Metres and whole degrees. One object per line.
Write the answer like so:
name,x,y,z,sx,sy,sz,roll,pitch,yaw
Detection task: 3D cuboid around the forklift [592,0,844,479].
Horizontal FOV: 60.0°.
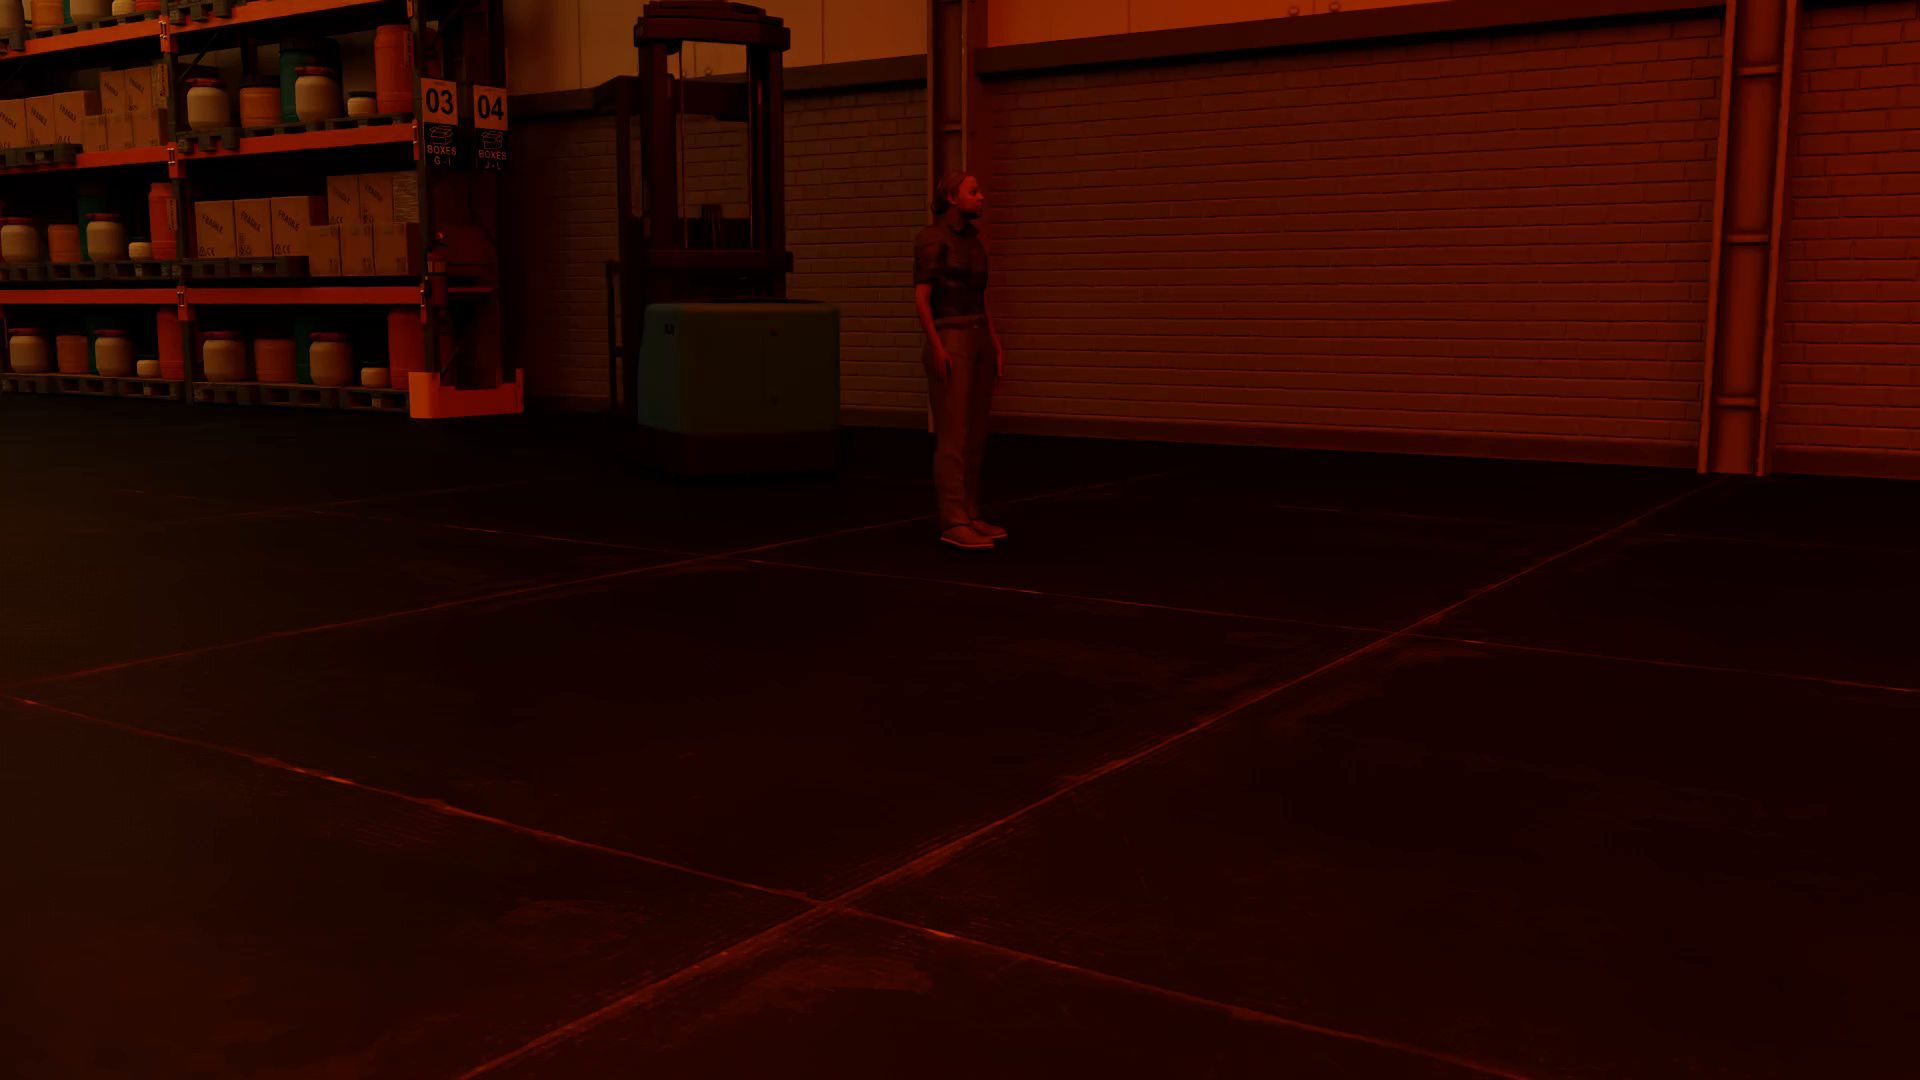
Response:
forklift,-1.794,-1.981,11.127,1.130,2.935,3.031,-4,9,-25

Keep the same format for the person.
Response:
person,0.061,-0.817,7.421,0.504,1.654,0.569,5,10,34
